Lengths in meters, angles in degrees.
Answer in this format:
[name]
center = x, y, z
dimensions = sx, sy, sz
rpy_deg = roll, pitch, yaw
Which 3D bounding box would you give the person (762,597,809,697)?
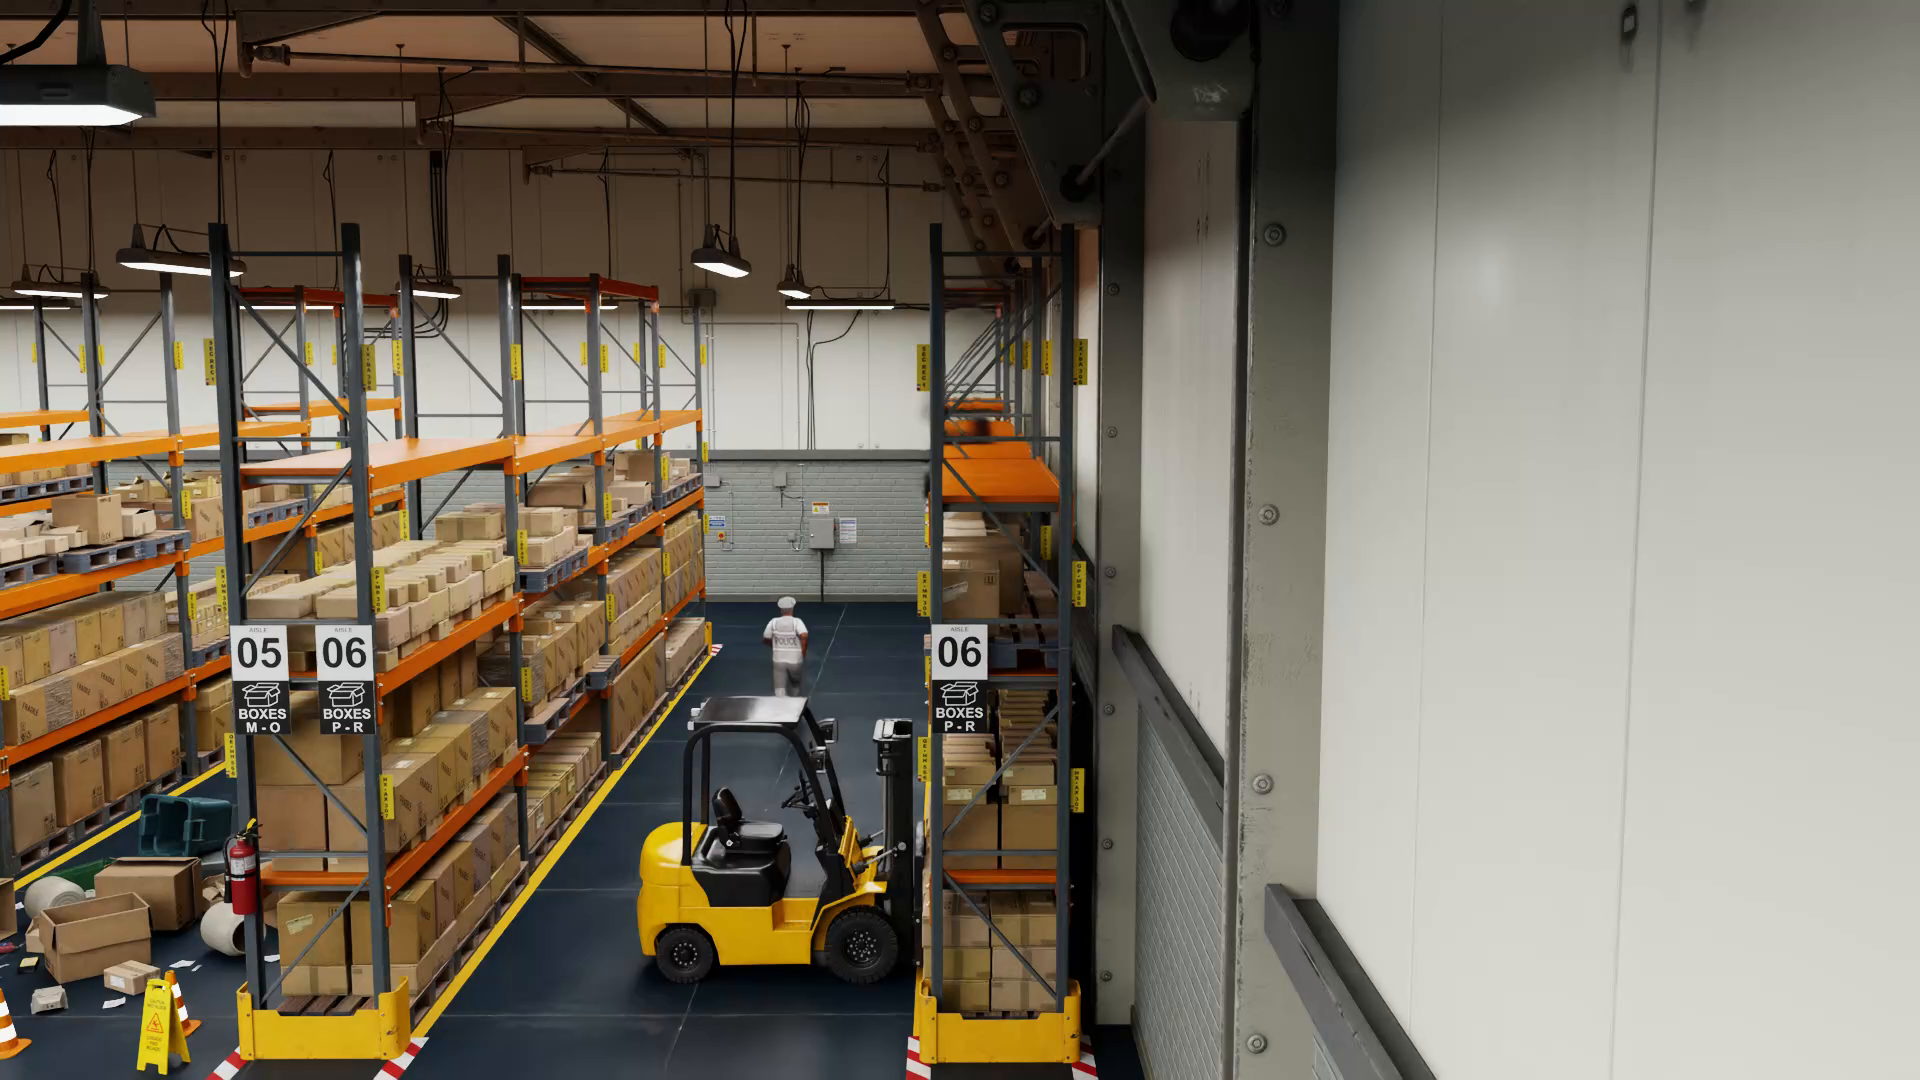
[person]
center = -2.356, 1.680, 22.481
dimensions = 0.625, 1.819, 1.091
rpy_deg = -1, 7, -7
